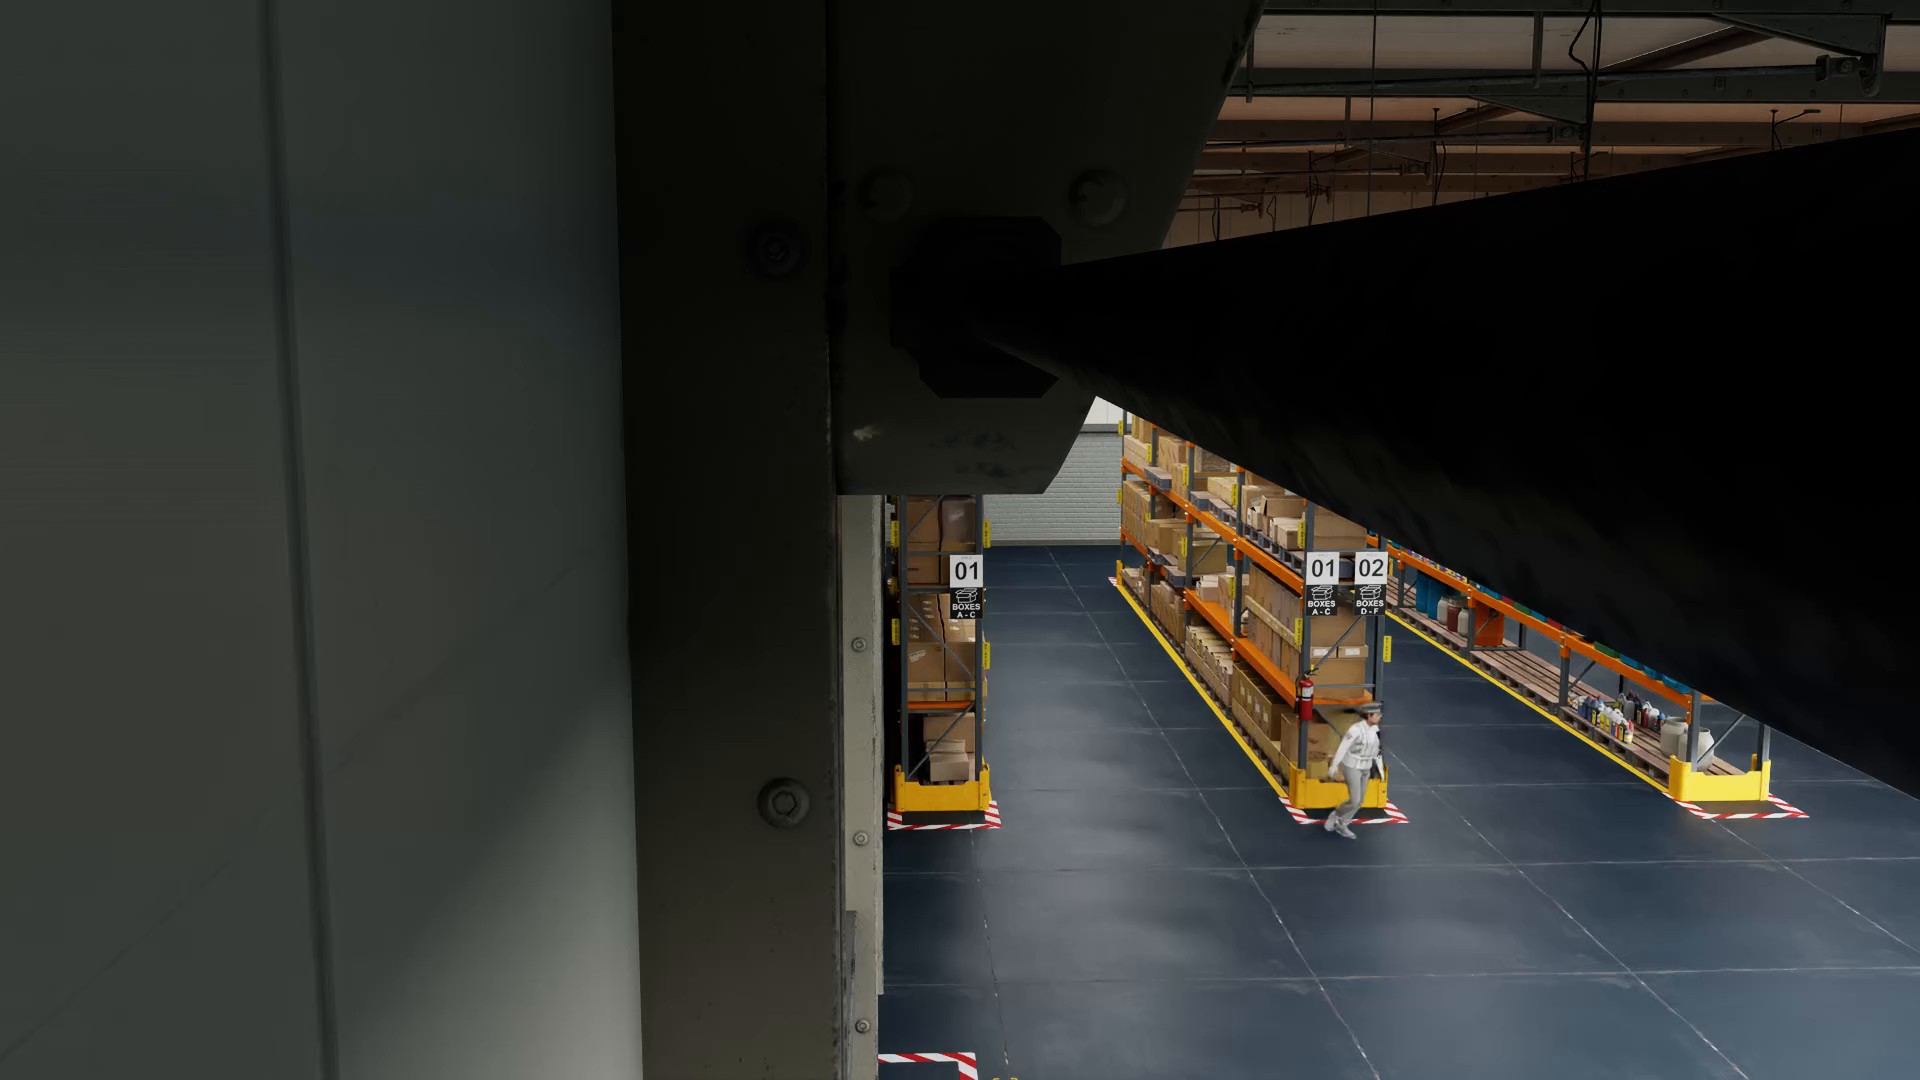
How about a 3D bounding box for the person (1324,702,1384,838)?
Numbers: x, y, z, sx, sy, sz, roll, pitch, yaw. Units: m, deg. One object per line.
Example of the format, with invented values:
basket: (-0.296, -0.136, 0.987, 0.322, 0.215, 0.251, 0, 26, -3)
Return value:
person: (4.628, 2.688, 19.457, 0.632, 1.650, 0.536, -7, 11, -40)
